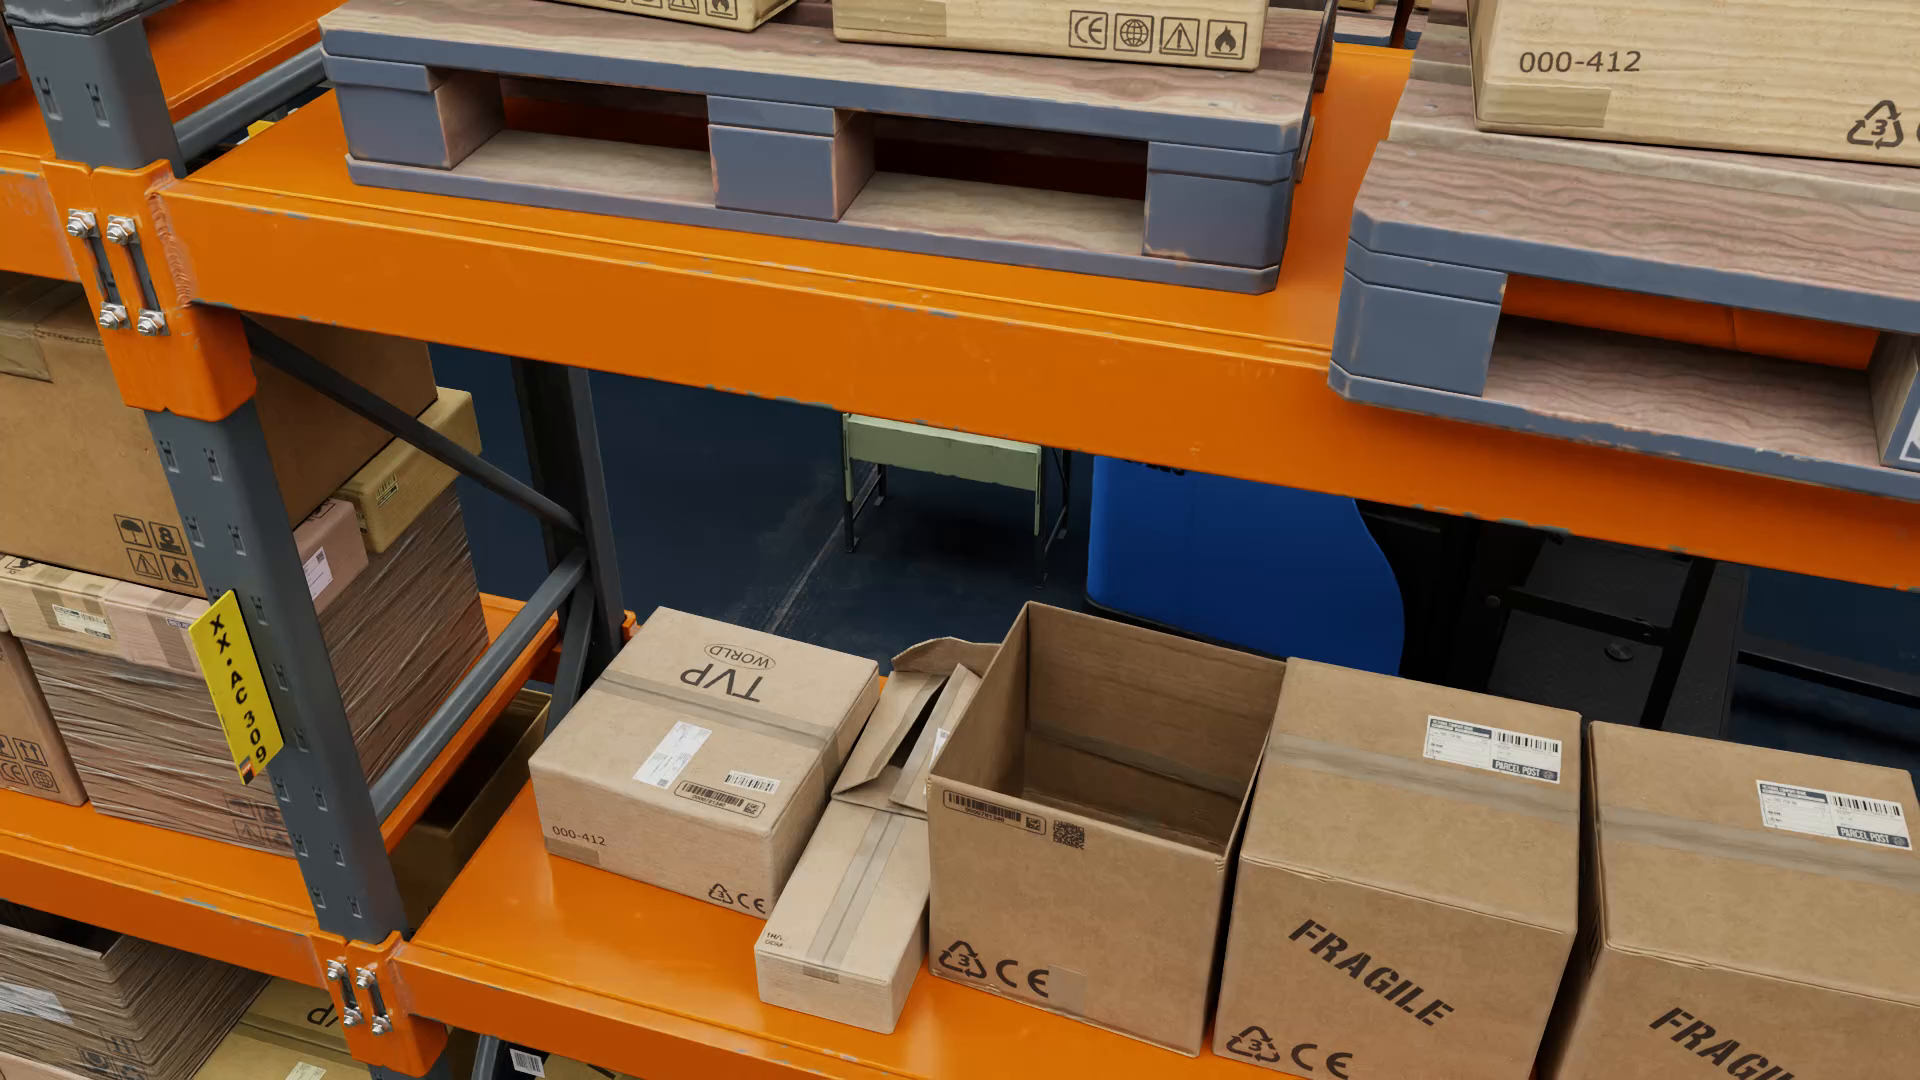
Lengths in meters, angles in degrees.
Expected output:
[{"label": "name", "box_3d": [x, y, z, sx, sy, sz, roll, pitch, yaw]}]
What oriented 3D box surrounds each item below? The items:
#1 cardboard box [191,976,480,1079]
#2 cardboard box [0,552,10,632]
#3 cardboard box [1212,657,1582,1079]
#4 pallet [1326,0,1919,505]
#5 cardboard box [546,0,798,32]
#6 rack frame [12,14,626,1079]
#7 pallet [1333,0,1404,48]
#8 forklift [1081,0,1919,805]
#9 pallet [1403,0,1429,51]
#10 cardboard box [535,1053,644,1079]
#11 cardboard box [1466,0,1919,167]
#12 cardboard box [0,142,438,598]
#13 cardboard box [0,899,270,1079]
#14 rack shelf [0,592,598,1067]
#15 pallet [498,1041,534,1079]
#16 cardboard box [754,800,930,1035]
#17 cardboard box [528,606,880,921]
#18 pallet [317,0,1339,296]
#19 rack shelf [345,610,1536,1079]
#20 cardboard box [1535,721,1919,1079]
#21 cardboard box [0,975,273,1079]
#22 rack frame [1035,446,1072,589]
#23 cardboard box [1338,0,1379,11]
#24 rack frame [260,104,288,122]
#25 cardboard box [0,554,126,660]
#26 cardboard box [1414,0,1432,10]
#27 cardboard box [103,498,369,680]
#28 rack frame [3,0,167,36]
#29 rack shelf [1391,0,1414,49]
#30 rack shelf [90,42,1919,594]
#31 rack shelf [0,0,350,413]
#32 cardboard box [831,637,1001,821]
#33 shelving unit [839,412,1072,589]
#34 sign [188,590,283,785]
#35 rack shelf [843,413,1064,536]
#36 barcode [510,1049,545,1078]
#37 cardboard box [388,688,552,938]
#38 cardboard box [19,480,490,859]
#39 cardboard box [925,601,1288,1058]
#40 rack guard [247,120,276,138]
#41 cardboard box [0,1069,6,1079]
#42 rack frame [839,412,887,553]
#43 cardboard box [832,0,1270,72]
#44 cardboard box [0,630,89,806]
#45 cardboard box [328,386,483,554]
[{"label": "cardboard box", "box_3d": [-1.474, 1.281, 3.944, 0.500, 0.250, 0.500, 10, 38, 14]}, {"label": "cardboard box", "box_3d": [-1.776, -0.017, 3.111, 0.250, 0.149, 0.380, 9, 37, 13]}, {"label": "cardboard box", "box_3d": [0.743, 0.587, 2.837, 0.500, 0.500, 0.500, 11, 38, 14]}, {"label": "pallet", "box_3d": [1.109, -0.389, 1.877, 1.213, 0.211, 1.003, 12, 38, 16]}, {"label": "cardboard box", "box_3d": [-0.381, -0.901, 2.186, 0.500, 0.250, 0.500, 14, 39, 19]}, {"label": "rack frame", "box_3d": [-0.966, 0.301, 3.311, 0.127, 3.000, 1.000, 10, 38, 14]}, {"label": "pallet", "box_3d": [1.194, -2.208, 6.881, 1.213, 0.211, 1.003, 10, 38, 14]}, {"label": "forklift", "box_3d": [1.962, -0.630, 4.633, 3.031, 2.935, 1.130, 16, 39, 20]}, {"label": "pallet", "box_3d": [2.424, -2.045, 6.660, 1.213, 0.211, 1.003, 10, 38, 14]}, {"label": "cardboard box", "box_3d": [-0.646, 1.227, 3.544, 0.500, 0.311, 0.500, 11, 38, 14]}, {"label": "cardboard box", "box_3d": [0.841, -0.643, 1.835, 0.500, 0.250, 0.500, 7, 37, 10]}, {"label": "cardboard box", "box_3d": [-1.391, -0.337, 2.998, 0.500, 0.500, 0.700, 11, 38, 14]}, {"label": "cardboard box", "box_3d": [-1.948, 0.884, 3.851, 0.500, 0.500, 0.500, 10, 38, 14]}, {"label": "rack shelf", "box_3d": [-2.875, 0.237, 4.004, 4.000, 0.370, 1.077, 10, 38, 14]}, {"label": "pallet", "box_3d": [-1.713, 1.260, 4.360, 1.213, 0.211, 1.003, 10, 38, 14]}, {"label": "cardboard box", "box_3d": [-0.181, 0.674, 3.015, 0.250, 0.149, 0.380, 10, 38, 14]}, {"label": "cardboard box", "box_3d": [-0.483, 0.424, 3.270, 0.500, 0.250, 0.500, 13, 38, 17]}, {"label": "pallet", "box_3d": [-0.120, -0.681, 2.276, 1.217, 0.209, 0.805, 9, 37, 12]}, {"label": "rack shelf", "box_3d": [0.943, 0.944, 3.043, 4.000, 0.370, 1.077, 10, 38, 14]}, {"label": "cardboard box", "box_3d": [1.246, 0.680, 2.711, 0.500, 0.500, 0.500, 9, 37, 11]}, {"label": "cardboard box", "box_3d": [-1.948, 1.187, 4.072, 0.500, 0.250, 0.500, 10, 38, 14]}, {"label": "rack frame", "box_3d": [0.343, -0.541, 5.719, 0.023, 1.500, 0.400, 10, 38, 14]}, {"label": "cardboard box", "box_3d": [1.514, -2.508, 6.671, 0.500, 0.500, 0.700, 14, 39, 19]}, {"label": "rack frame", "box_3d": [-3.311, -3.209, 8.080, 0.127, 3.000, 1.000, 10, 38, 14]}, {"label": "cardboard box", "box_3d": [-1.525, 0.028, 3.050, 0.250, 0.149, 0.380, 10, 37, 13]}, {"label": "cardboard box", "box_3d": [2.152, -2.409, 6.537, 0.500, 0.500, 0.700, 16, 39, 20]}, {"label": "cardboard box", "box_3d": [-1.289, 0.073, 2.989, 0.250, 0.149, 0.380, 10, 38, 14]}, {"label": "rack frame", "box_3d": [-0.966, -2.115, 1.532, 0.127, 3.000, 1.000, 10, 38, 14]}, {"label": "rack shelf", "box_3d": [2.417, -1.859, 6.852, 4.000, 0.370, 1.077, 10, 38, 14]}, {"label": "rack shelf", "box_3d": [0.943, -0.264, 2.154, 4.000, 0.370, 1.077, 10, 38, 14]}, {"label": "rack shelf", "box_3d": [-2.875, -0.971, 3.115, 4.000, 0.370, 1.077, 10, 38, 14]}, {"label": "cardboard box", "box_3d": [-0.072, 0.407, 3.280, 0.258, 0.266, 0.396, 10, 37, 13]}, {"label": "shelving unit", "box_3d": [-0.006, -0.605, 5.807, 0.755, 1.500, 0.431, 10, 38, 14]}, {"label": "sign", "box_3d": [-1.130, 0.235, 2.603, 0.005, 0.325, 0.100, 10, 38, 14]}, {"label": "rack shelf", "box_3d": [-0.006, -0.343, 6.000, 0.720, 0.370, 0.431, 10, 38, 14]}, {"label": "barcode", "box_3d": [-0.847, 1.025, 3.255, 0.075, 0.075, 0.001, 10, 38, 14]}, {"label": "cardboard box", "box_3d": [-1.315, 0.678, 4.131, 0.500, 0.500, 0.500, 10, 38, 14]}, {"label": "cardboard box", "box_3d": [-1.391, 0.186, 3.383, 0.500, 0.500, 0.700, 10, 37, 13]}, {"label": "cardboard box", "box_3d": [0.265, 0.499, 2.957, 0.500, 0.500, 0.500, 13, 38, 17]}, {"label": "rack guard", "box_3d": [-3.238, -2.189, 8.803, 0.348, 0.500, 1.175, 10, 38, 14]}, {"label": "cardboard box", "box_3d": [-2.430, 1.107, 4.181, 0.500, 0.250, 0.500, 10, 38, 14]}, {"label": "rack frame", "box_3d": [-0.356, -0.670, 5.895, 0.023, 1.500, 0.400, 10, 38, 14]}, {"label": "cardboard box", "box_3d": [0.144, -0.806, 2.056, 0.500, 0.250, 0.500, 7, 37, 9]}, {"label": "cardboard box", "box_3d": [-1.897, 0.096, 3.504, 0.500, 0.500, 0.700, 10, 38, 13]}, {"label": "cardboard box", "box_3d": [-1.165, -0.158, 3.302, 0.250, 0.149, 0.380, 10, 38, 14]}]
